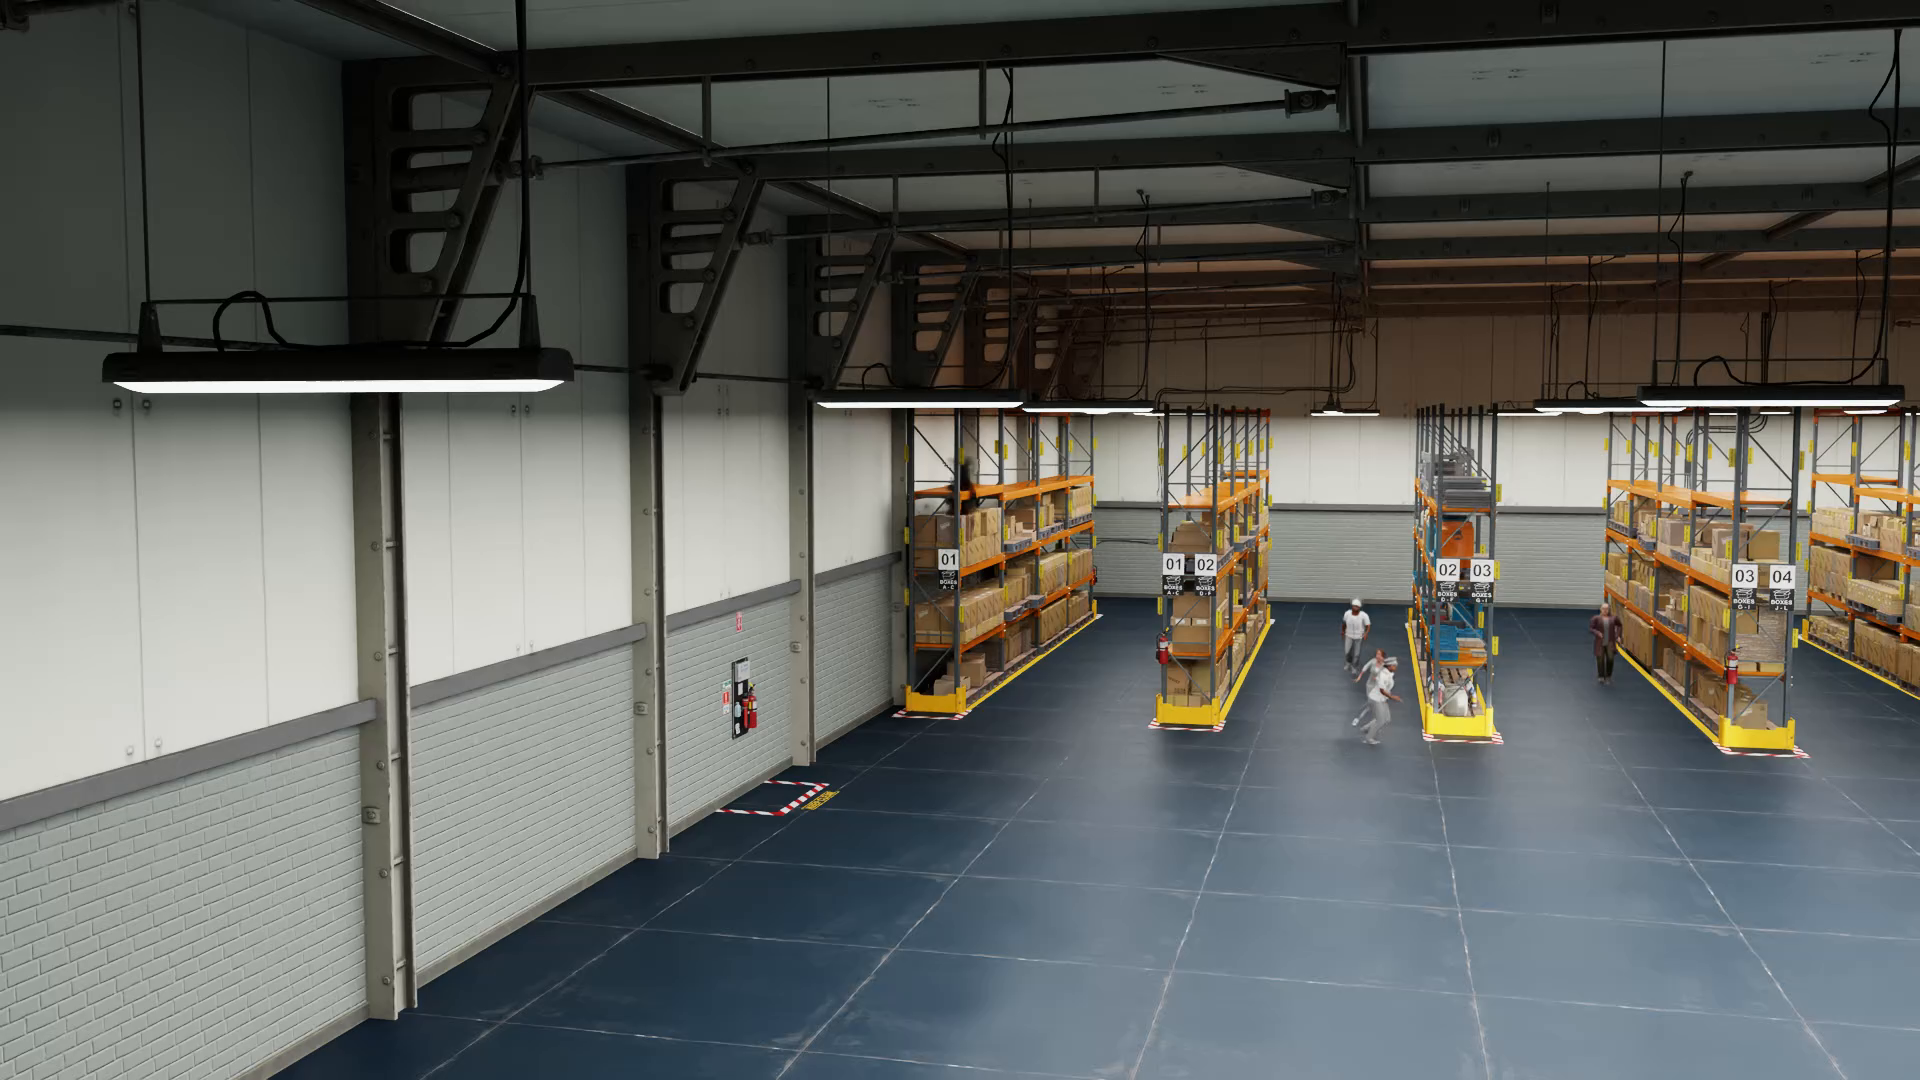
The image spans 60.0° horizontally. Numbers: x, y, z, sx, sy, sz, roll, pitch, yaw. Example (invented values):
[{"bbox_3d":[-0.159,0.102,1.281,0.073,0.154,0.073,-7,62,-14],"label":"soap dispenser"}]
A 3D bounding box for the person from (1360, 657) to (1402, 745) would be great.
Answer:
[{"bbox_3d":[7.389,2.812,29.205,0.741,1.572,0.554,2,5,27],"label":"person"}]

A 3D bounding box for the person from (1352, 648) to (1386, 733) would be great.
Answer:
[{"bbox_3d":[7.567,2.729,30.549,0.697,1.536,0.654,1,4,11],"label":"person"}]

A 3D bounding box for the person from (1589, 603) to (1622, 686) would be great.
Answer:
[{"bbox_3d":[13.846,2.247,35.667,0.688,1.780,0.844,1,4,17],"label":"person"}]

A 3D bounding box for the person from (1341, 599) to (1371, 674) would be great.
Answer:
[{"bbox_3d":[8.792,2.162,37.029,0.703,1.715,0.798,2,4,20],"label":"person"}]
